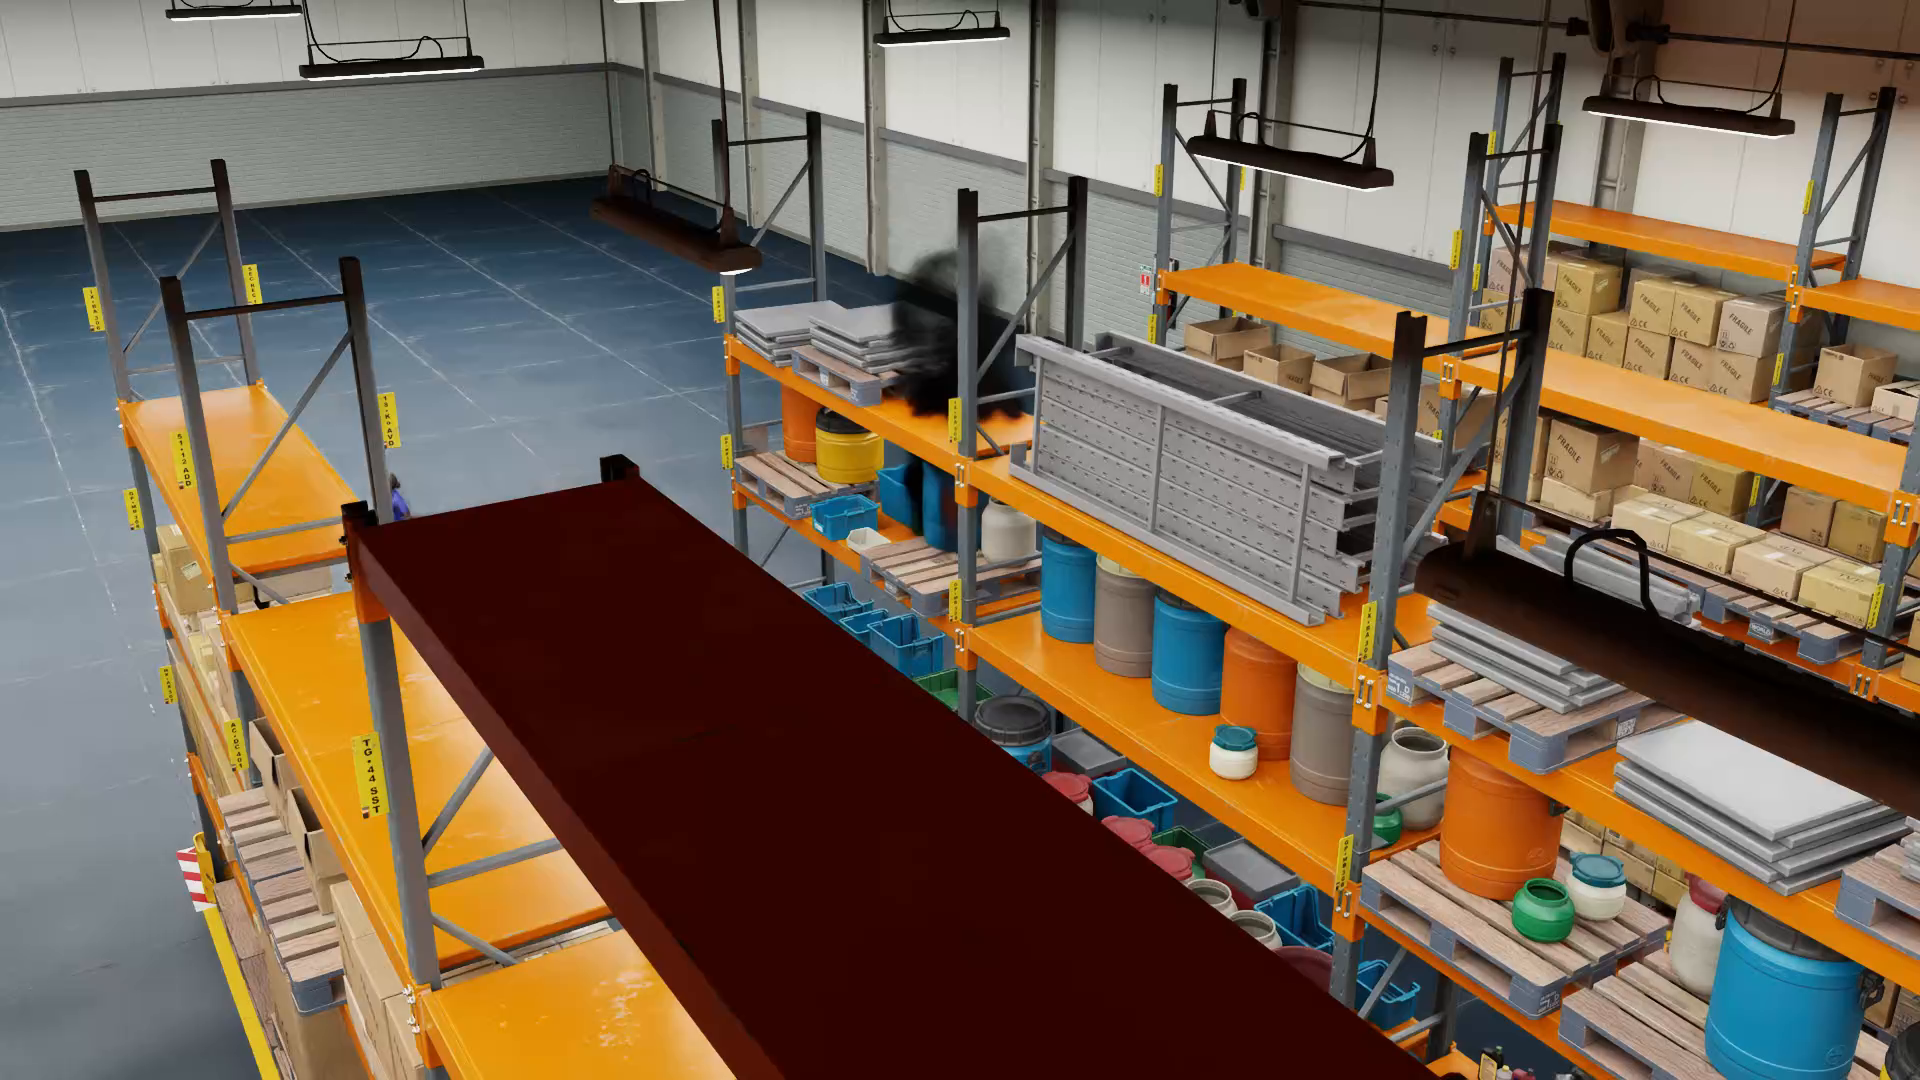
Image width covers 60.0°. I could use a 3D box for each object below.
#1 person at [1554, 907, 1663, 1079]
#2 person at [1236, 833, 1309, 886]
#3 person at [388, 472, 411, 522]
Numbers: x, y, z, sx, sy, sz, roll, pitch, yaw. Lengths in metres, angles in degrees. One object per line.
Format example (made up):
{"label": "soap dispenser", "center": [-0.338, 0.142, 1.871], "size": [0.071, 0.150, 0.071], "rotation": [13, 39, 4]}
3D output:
{"label": "person", "center": [4.537, 3.173, 11.260], "size": [0.529, 1.610, 0.809], "rotation": [-20, 29, -40]}
{"label": "person", "center": [2.450, 2.025, 13.241], "size": [0.664, 1.786, 0.865], "rotation": [-17, 27, -36]}
{"label": "person", "center": [-6.428, 0.038, 19.104], "size": [0.794, 1.703, 0.564], "rotation": [-2, 22, -5]}
